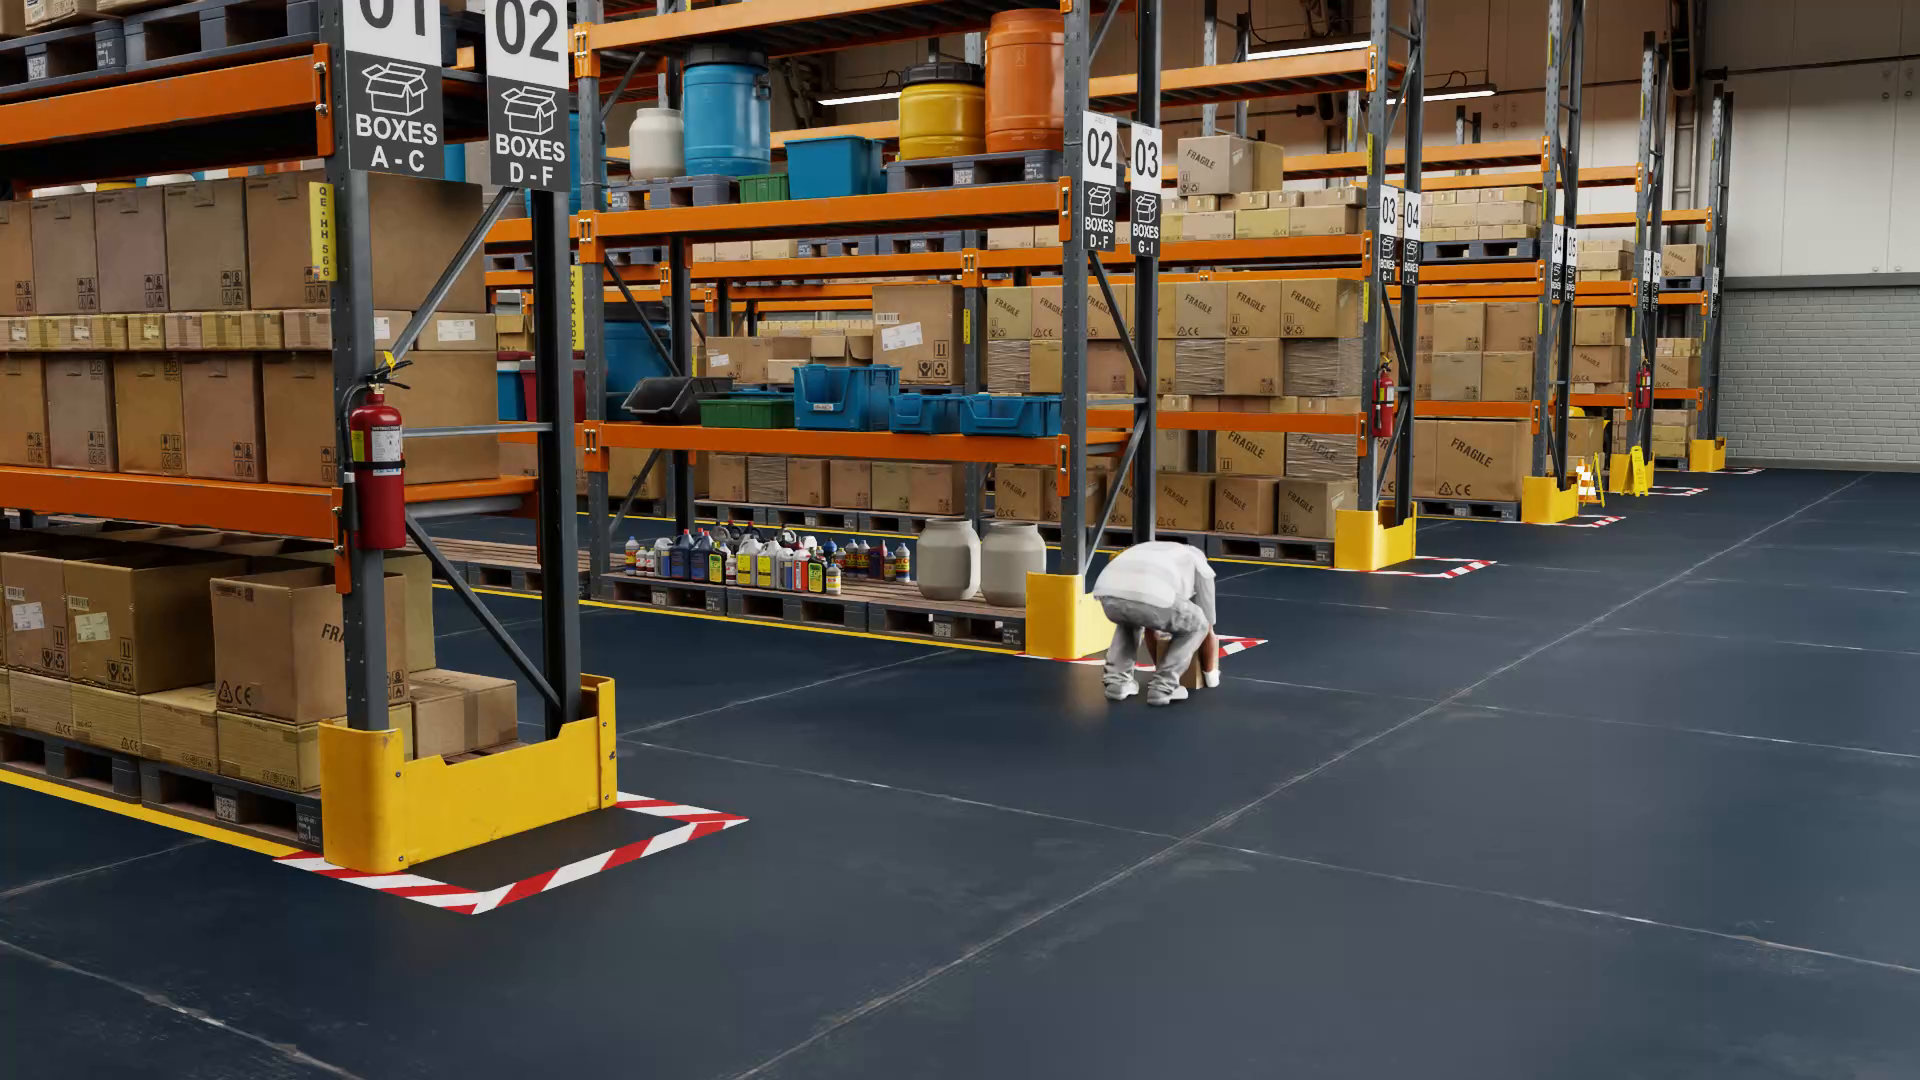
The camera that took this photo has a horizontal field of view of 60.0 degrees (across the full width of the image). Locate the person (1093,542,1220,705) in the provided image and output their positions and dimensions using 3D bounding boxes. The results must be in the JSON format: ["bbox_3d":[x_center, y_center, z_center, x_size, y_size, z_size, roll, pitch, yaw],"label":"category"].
[{"bbox_3d":[1.052,0.426,8.827,0.550,0.830,0.989,4,8,34],"label":"person"}]
